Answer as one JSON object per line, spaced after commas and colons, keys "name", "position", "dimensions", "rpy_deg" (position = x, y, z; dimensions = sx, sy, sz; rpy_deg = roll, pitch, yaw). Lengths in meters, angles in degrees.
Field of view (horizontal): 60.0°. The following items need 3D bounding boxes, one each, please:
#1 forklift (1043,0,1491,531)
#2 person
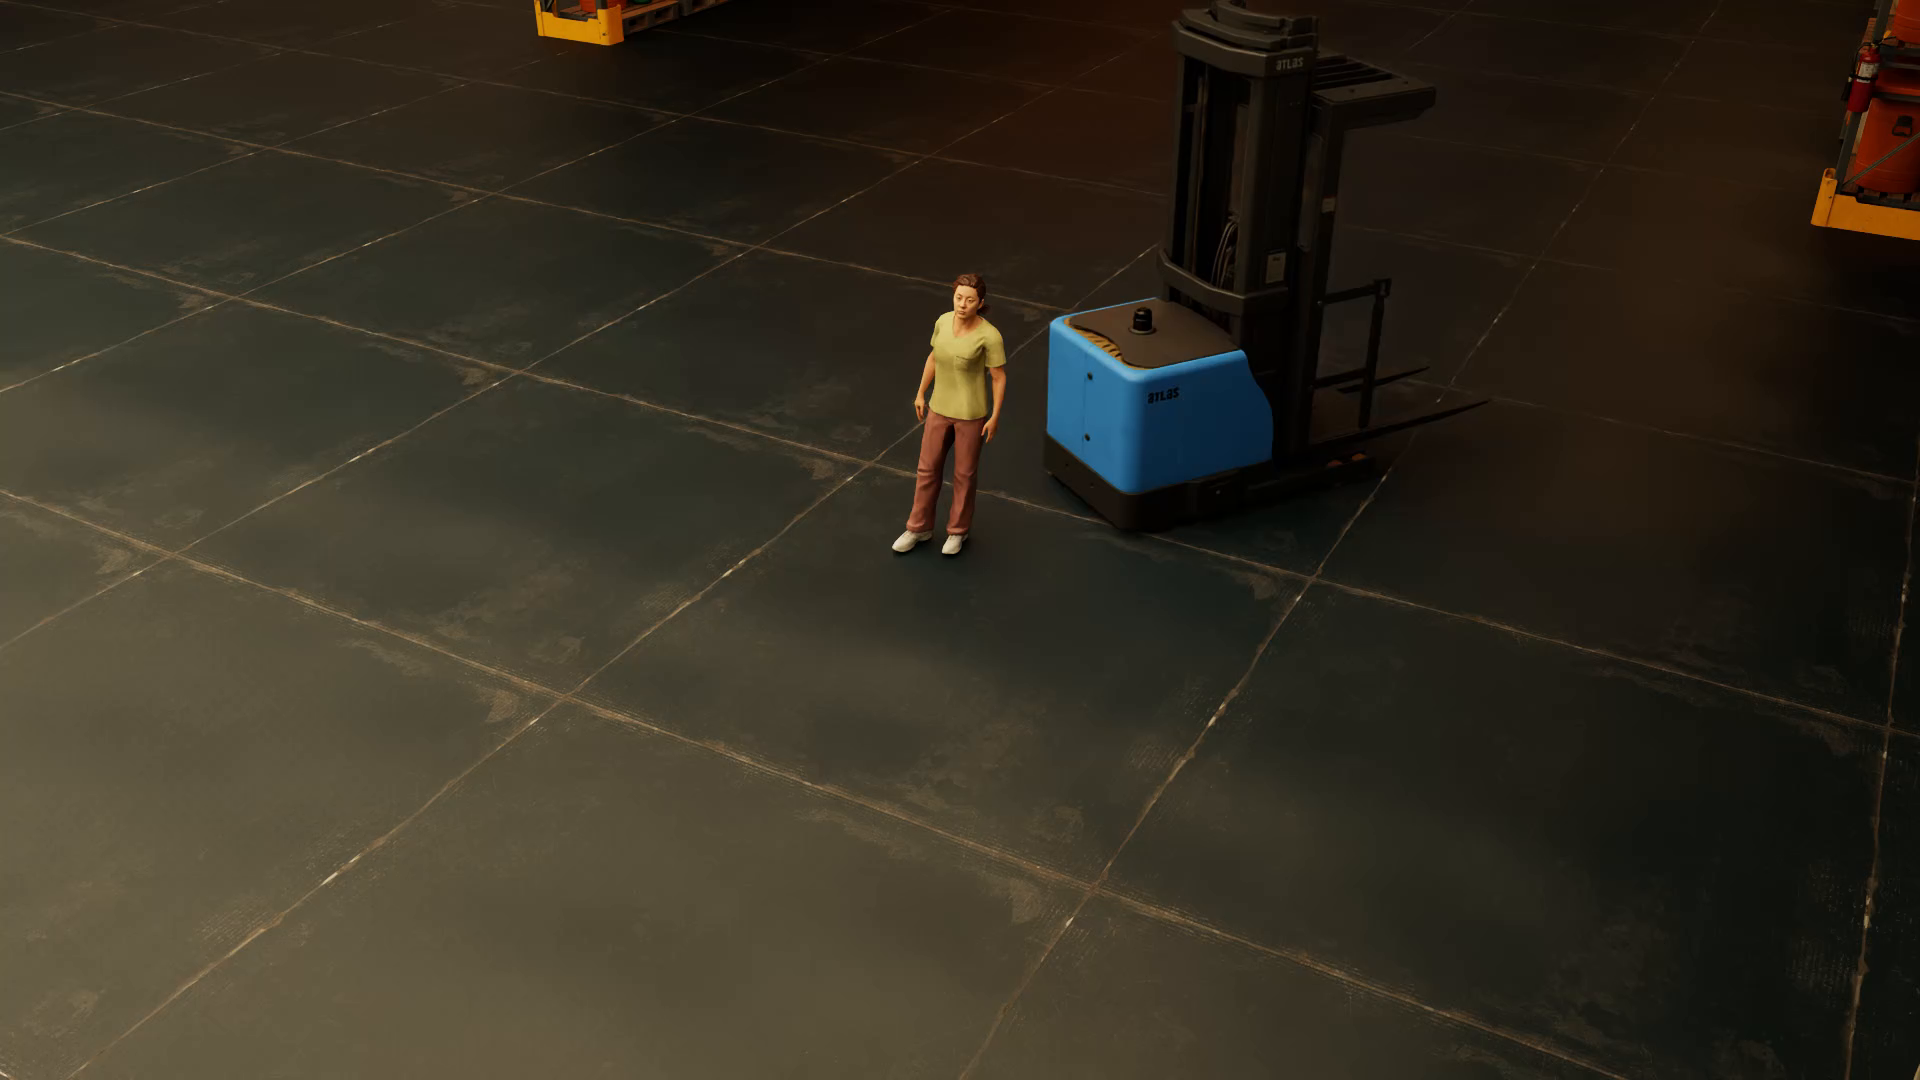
{"name": "forklift", "position": [2.086, -1.830, 10.242], "dimensions": [3.031, 2.935, 1.130], "rpy_deg": [-14, 33, -23]}
{"name": "person", "position": [-0.046, -0.703, 9.529], "dimensions": [0.552, 1.674, 0.548], "rpy_deg": [15, 33, 25]}
